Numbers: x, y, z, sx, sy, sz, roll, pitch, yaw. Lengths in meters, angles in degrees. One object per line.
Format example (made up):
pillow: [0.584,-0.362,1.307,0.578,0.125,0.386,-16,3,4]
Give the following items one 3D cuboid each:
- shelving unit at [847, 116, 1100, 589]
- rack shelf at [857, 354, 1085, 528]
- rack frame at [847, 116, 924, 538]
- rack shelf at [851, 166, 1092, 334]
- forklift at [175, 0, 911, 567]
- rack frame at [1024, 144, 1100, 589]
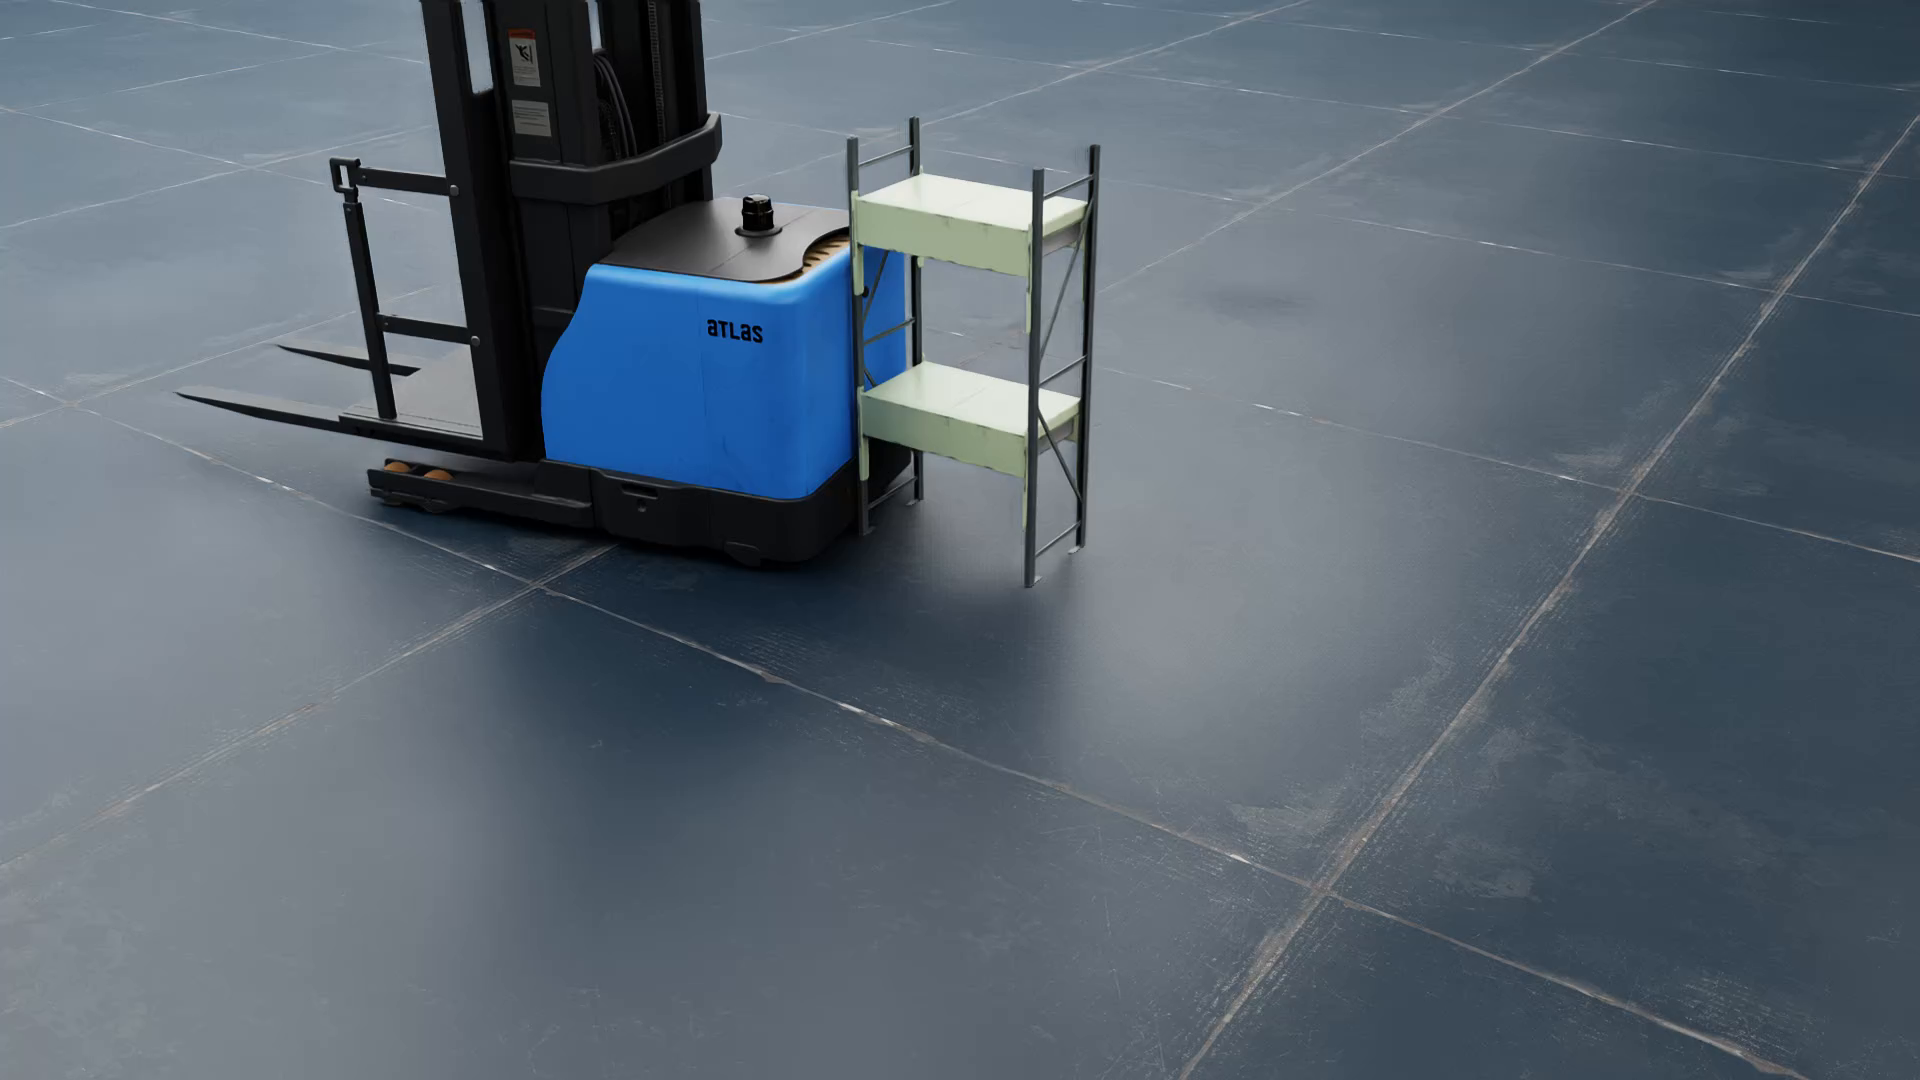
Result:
shelving unit: [0.043,-0.664,5.902,0.755,1.500,0.431,17,31,29]
rack shelf: [0.043,-0.374,6.050,0.720,0.370,0.431,17,31,29]
rack frame: [-0.263,-0.756,6.082,0.023,1.500,0.400,17,31,29]
rack shelf: [0.043,-1.012,5.725,0.720,0.370,0.431,17,31,29]
forklift: [-1.767,-1.620,6.202,3.031,2.935,1.130,10,29,19]
rack frame: [0.348,-0.573,5.722,0.023,1.500,0.400,17,31,29]
